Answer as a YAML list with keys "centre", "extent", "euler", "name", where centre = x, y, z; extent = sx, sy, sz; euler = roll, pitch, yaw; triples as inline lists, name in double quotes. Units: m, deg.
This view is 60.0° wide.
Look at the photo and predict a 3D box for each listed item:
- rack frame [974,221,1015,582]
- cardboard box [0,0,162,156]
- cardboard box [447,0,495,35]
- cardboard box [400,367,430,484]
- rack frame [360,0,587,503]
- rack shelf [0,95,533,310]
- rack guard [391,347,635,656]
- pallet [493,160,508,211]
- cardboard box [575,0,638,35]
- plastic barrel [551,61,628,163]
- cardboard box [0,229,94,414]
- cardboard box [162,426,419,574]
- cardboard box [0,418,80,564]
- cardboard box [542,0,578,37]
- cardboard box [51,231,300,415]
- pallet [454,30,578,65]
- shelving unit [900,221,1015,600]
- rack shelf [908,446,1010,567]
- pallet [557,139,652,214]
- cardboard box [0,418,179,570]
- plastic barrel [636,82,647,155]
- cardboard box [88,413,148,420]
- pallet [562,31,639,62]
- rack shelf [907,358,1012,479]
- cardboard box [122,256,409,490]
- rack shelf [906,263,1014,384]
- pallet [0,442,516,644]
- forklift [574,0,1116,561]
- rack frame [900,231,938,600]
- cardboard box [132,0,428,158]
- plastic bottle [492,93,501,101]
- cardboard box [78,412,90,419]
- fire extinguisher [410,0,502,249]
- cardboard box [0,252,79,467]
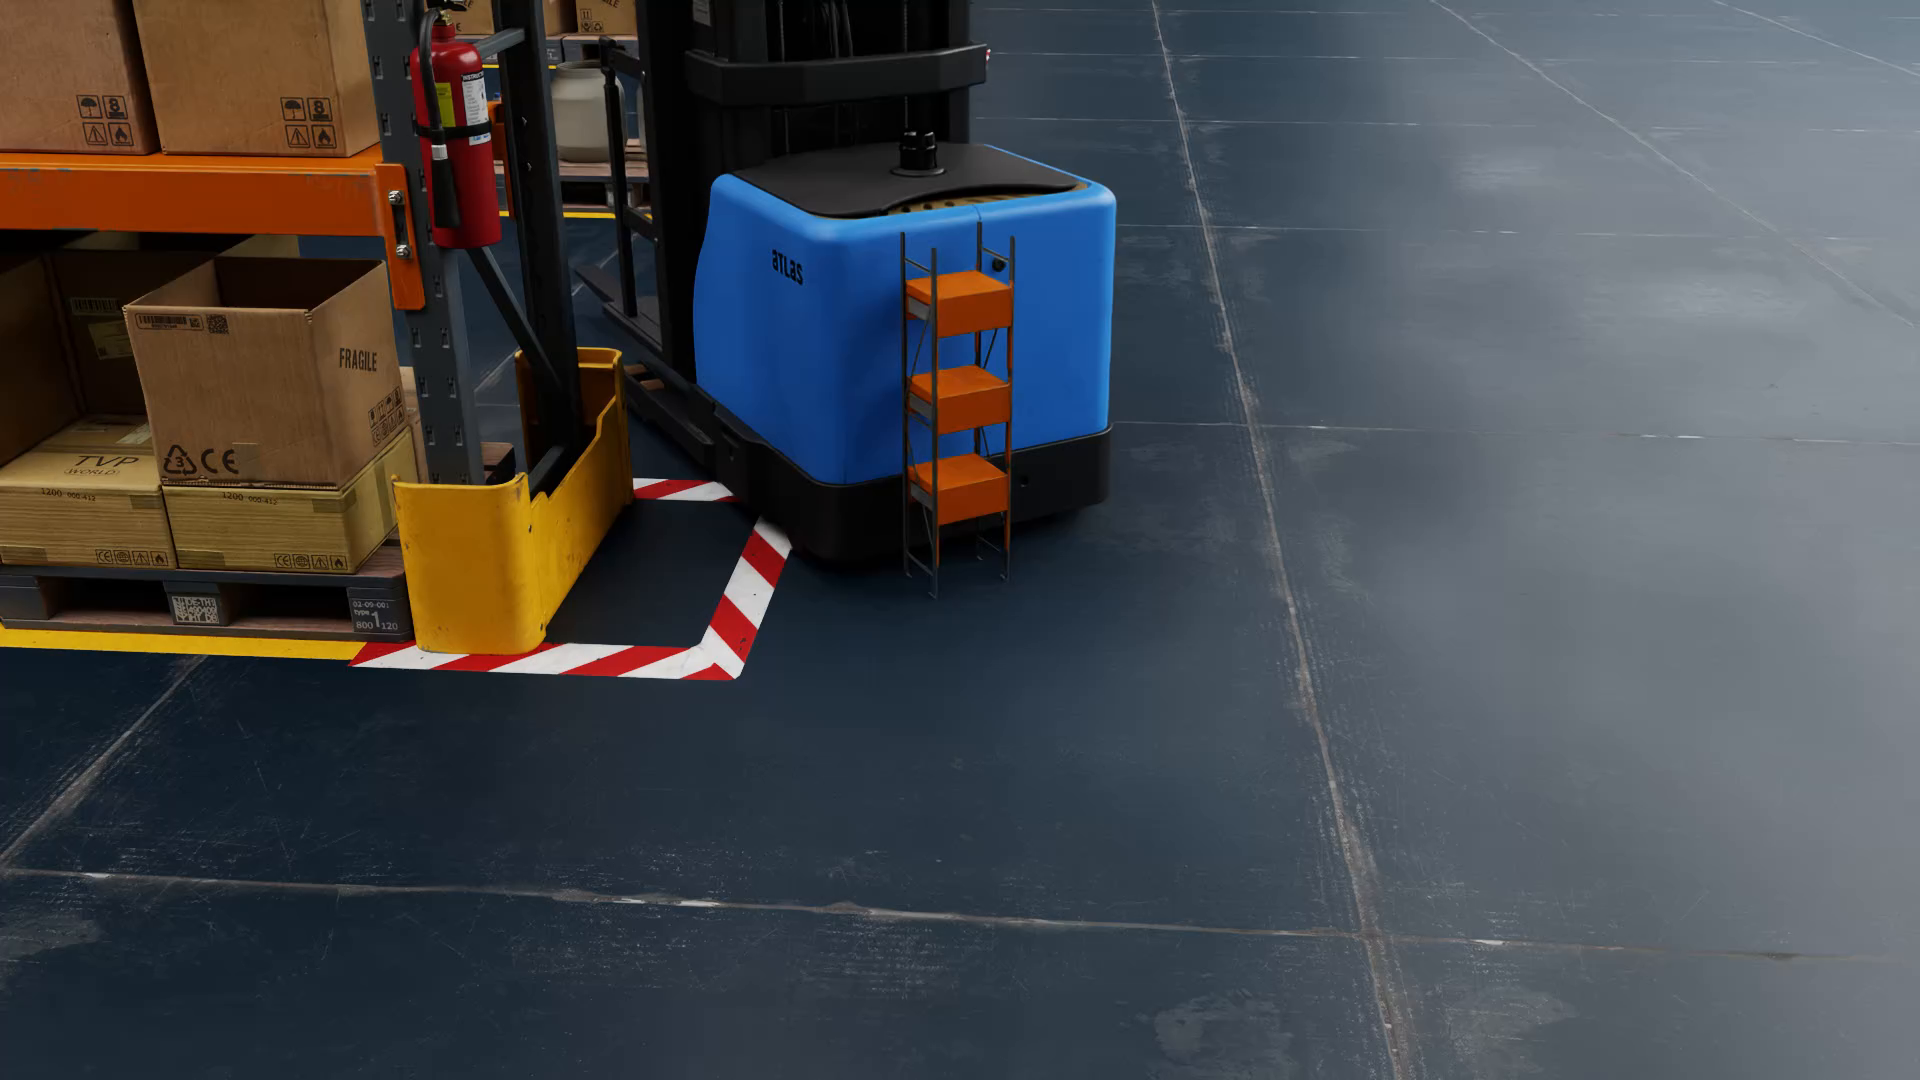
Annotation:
- centre: [0.098, -0.387, 4.834]
  extent: [0.008, 1.050, 0.200]
  euler: [-13, 28, -26]
  name: "rack frame"
- centre: [-2.313, -1.374, 4.527]
  extent: [0.500, 0.500, 0.700]
  euler: [2, 25, 5]
  name: "cardboard box"
- centre: [-4.155, -4.576, 14.093]
  extent: [0.500, 0.500, 0.500]
  euler: [1, 25, 2]
  name: "cardboard box"
- centre: [-1.842, -0.345, 5.198]
  extent: [0.500, 0.250, 0.500]
  euler: [2, 25, 4]
  name: "cardboard box"
- centre: [-1.324, -1.293, 4.472]
  extent: [0.127, 3.000, 1.000]
  euler: [2, 25, 4]
  name: "rack frame"
- centre: [-3.319, -1.030, 4.761]
  extent: [4.000, 0.370, 1.077]
  euler: [2, 25, 4]
  name: "rack shelf"
- centre: [-1.300, -0.157, 4.993]
  extent: [0.348, 0.500, 1.175]
  euler: [2, 25, 4]
  name: "rack guard"
- centre: [-3.044, -2.142, 9.652]
  extent: [1.213, 0.211, 1.003]
  euler: [2, 25, 4]
  name: "pallet"
- centre: [-2.958, -4.573, 14.088]
  extent: [0.500, 0.500, 0.500]
  euler: [0, 25, -1]
  name: "cardboard box"
- centre: [-2.103, -2.423, 9.402]
  extent: [0.421, 0.512, 0.421]
  euler: [0, 25, 0]
  name: "plastic barrel"
- centre: [-2.840, -0.711, 5.097]
  extent: [0.500, 0.500, 0.500]
  euler: [2, 25, 4]
  name: "cardboard box"
- centre: [-1.882, -0.129, 4.728]
  extent: [0.500, 0.250, 0.500]
  euler: [2, 25, 4]
  name: "cardboard box"
- centre: [-2.880, -0.155, 4.786]
  extent: [0.500, 0.250, 0.500]
  euler: [2, 25, 4]
  name: "cardboard box"
- centre: [-3.583, -4.560, 14.060]
  extent: [0.500, 0.500, 0.500]
  euler: [10, 27, 21]
  name: "cardboard box"
- centre: [-2.341, -0.701, 5.074]
  extent: [0.500, 0.500, 0.500]
  euler: [2, 25, 4]
  name: "cardboard box"
- centre: [-3.878, -4.276, 14.291]
  extent: [1.213, 0.211, 1.003]
  euler: [2, 25, 4]
  name: "pallet"
- centre: [-0.009, -0.362, 4.780]
  extent: [0.252, 1.050, 0.215]
  euler: [-13, 28, -26]
  name: "shelving unit"
- centre: [-0.010, -0.101, 4.902]
  extent: [0.240, 0.259, 0.215]
  euler: [-13, 28, -26]
  name: "rack shelf"
- centre: [-1.830, -2.102, 9.565]
  extent: [1.213, 0.211, 1.003]
  euler: [2, 25, 4]
  name: "pallet"
- centre: [-2.381, -0.140, 4.752]
  extent: [0.500, 0.250, 0.500]
  euler: [2, 25, 4]
  name: "cardboard box"
- centre: [-1.604, -2.407, 9.367]
  extent: [0.421, 0.512, 0.421]
  euler: [0, 25, 0]
  name: "plastic barrel"
- centre: [-2.341, -0.359, 5.229]
  extent: [0.500, 0.250, 0.500]
  euler: [2, 25, 4]
  name: "cardboard box"
- centre: [-2.659, -4.238, 14.208]
  extent: [1.213, 0.211, 1.003]
  euler: [2, 25, 4]
  name: "pallet"
- centre: [-0.009, -0.353, 4.784]
  extent: [0.240, 0.259, 0.215]
  euler: [-13, 28, -26]
  name: "rack shelf"
- centre: [-1.882, -0.469, 4.570]
  extent: [0.500, 0.500, 0.500]
  euler: [2, 25, 4]
  name: "cardboard box"
- centre: [-0.008, -0.610, 4.664]
  extent: [0.240, 0.259, 0.215]
  euler: [-13, 28, -26]
  name: "rack shelf"
- centre: [-2.090, -0.033, 5.070]
  extent: [1.213, 0.211, 1.003]
  euler: [2, 25, 4]
  name: "pallet"
- centre: [-0.669, -1.848, 5.759]
  extent: [1.130, 2.935, 3.031]
  euler: [-13, 28, -26]
  name: "forklift"
- centre: [-0.116, -0.338, 4.726]
  extent: [0.008, 1.050, 0.200]
  euler: [-13, 28, -26]
  name: "rack frame"
- centre: [-1.789, -1.359, 4.495]
  extent: [0.500, 0.500, 0.700]
  euler: [2, 25, 4]
  name: "cardboard box"
- centre: [-2.725, -2.506, 9.845]
  extent: [0.097, 0.271, 0.097]
  euler: [0, 25, 0]
  name: "plastic bottle"
- centre: [-2.839, -0.375, 5.264]
  extent: [0.500, 0.250, 0.500]
  euler: [2, 25, 4]
  name: "cardboard box"
- centre: [-1.242, -1.061, 4.059]
  extent: [0.183, 0.674, 0.296]
  euler: [2, 25, 4]
  name: "fire extinguisher"
- centre: [-2.880, -0.494, 4.626]
  extent: [0.500, 0.500, 0.500]
  euler: [2, 25, 4]
  name: "cardboard box"
